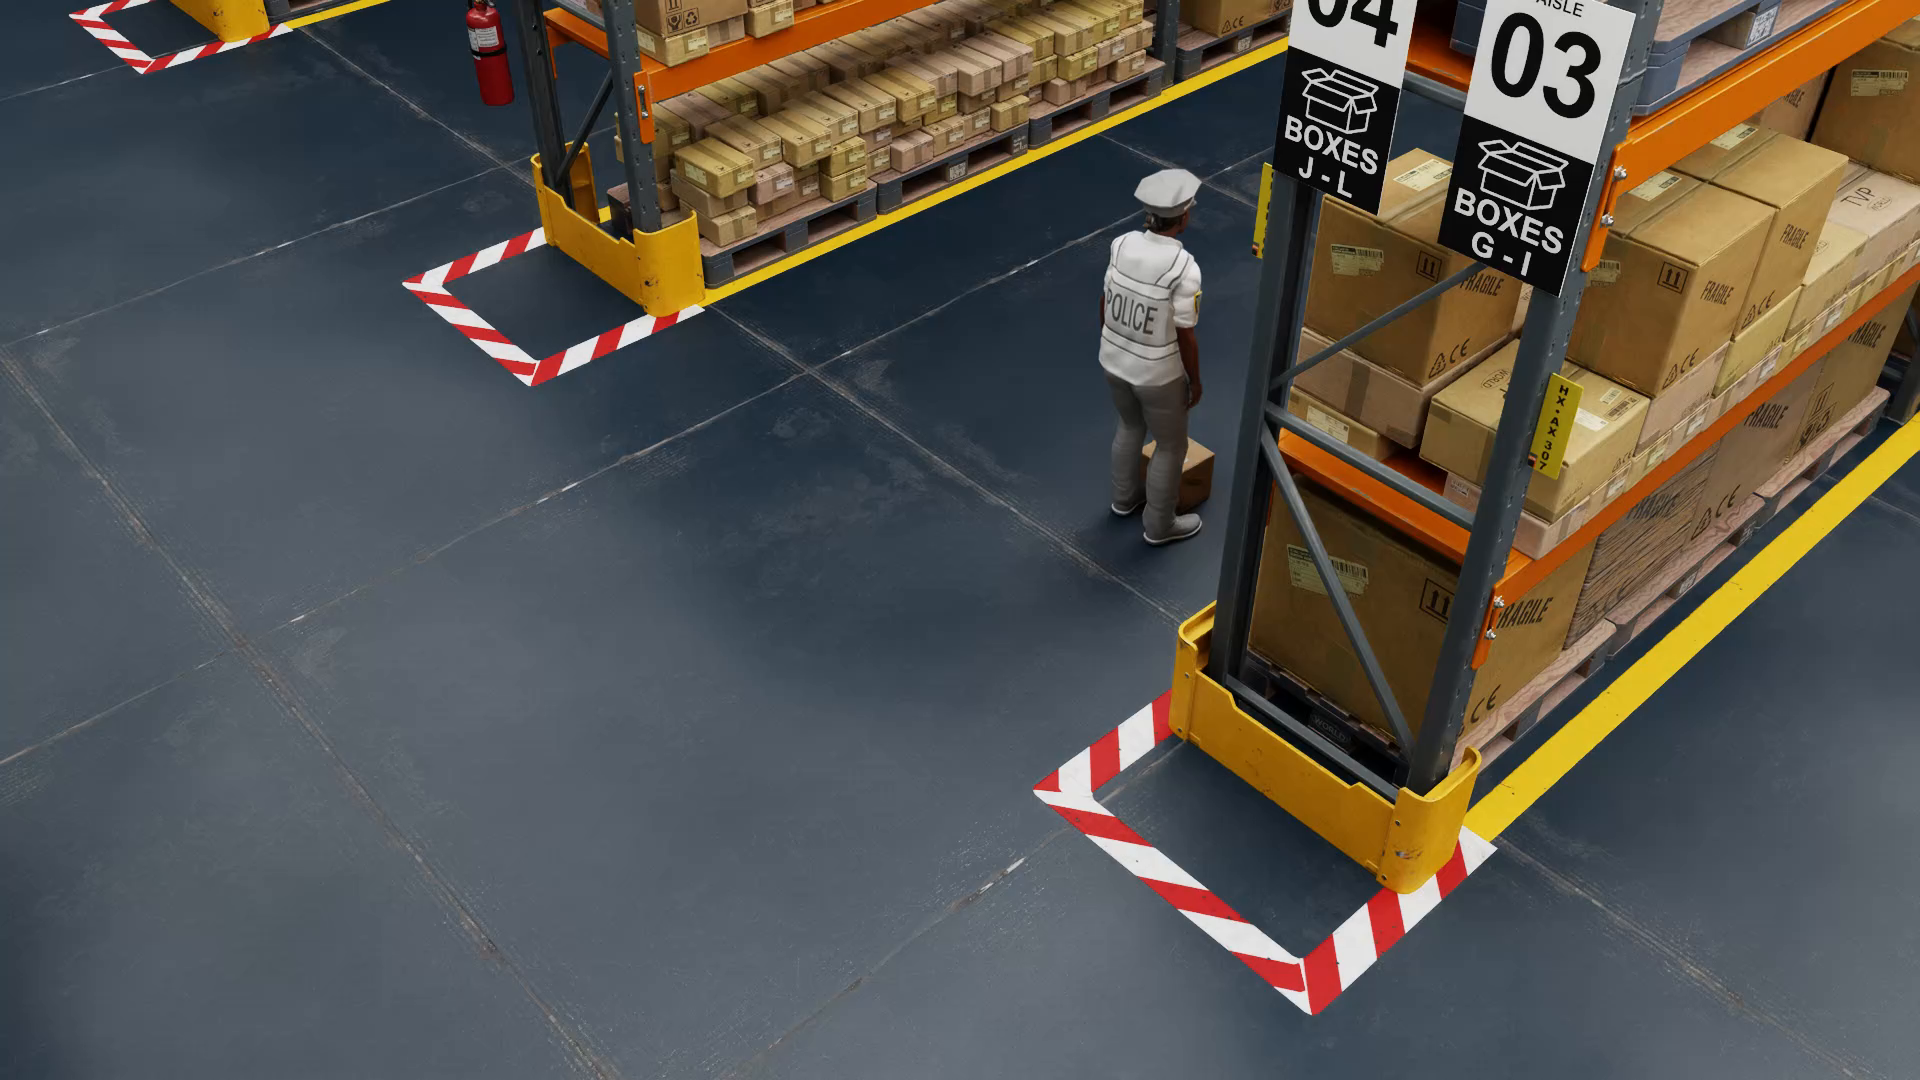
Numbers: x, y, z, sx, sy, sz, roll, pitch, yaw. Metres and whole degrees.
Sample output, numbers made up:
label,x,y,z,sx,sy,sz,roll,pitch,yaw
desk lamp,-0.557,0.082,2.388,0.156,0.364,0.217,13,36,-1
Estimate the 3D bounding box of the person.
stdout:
label,x,y,z,sx,sy,sz,roll,pitch,yaw
person,0.823,-0.746,7.040,0.532,1.663,0.422,32,50,32
